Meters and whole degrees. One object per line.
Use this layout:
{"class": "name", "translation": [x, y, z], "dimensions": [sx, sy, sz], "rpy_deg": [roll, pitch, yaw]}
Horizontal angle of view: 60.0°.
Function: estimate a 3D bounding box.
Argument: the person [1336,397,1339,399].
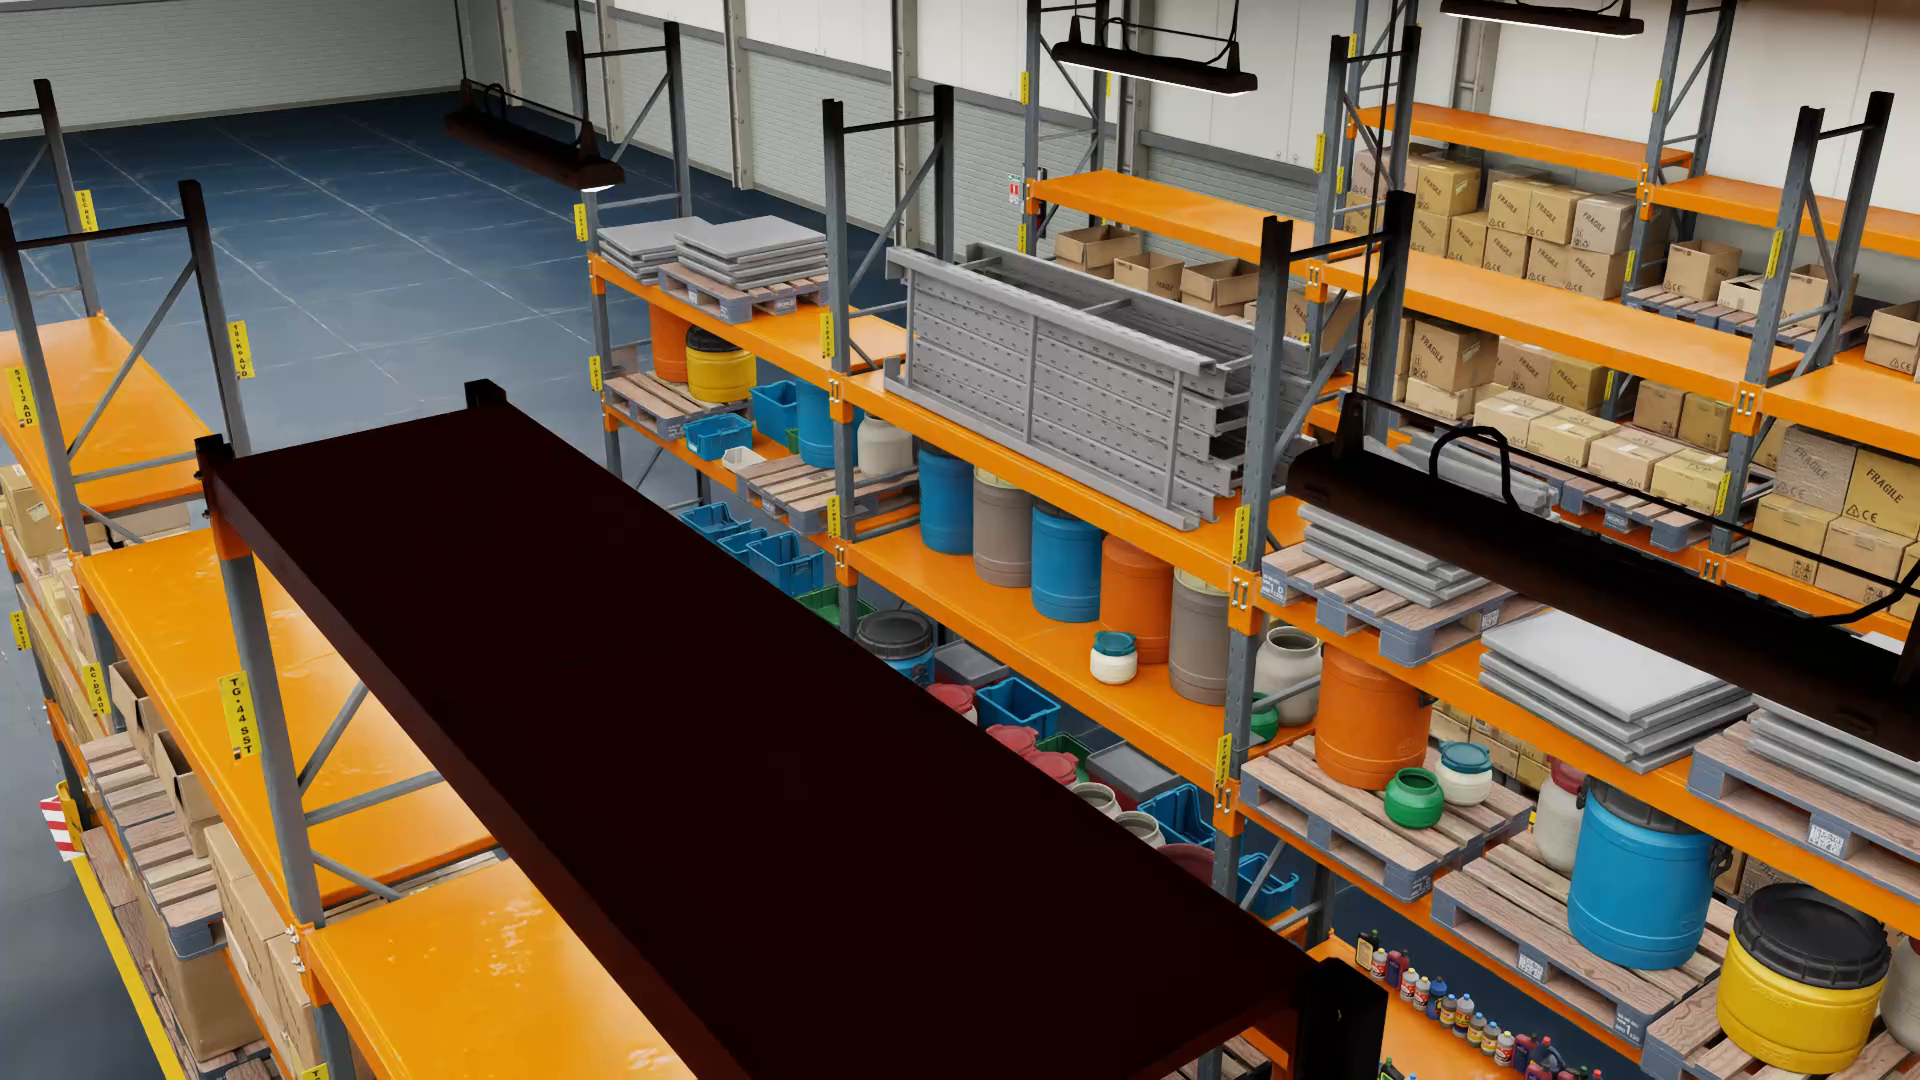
{"class": "person", "translation": [4.242, -0.858, 18.791], "dimensions": [1.053, 1.661, 0.555], "rpy_deg": [9, 26, 19]}
